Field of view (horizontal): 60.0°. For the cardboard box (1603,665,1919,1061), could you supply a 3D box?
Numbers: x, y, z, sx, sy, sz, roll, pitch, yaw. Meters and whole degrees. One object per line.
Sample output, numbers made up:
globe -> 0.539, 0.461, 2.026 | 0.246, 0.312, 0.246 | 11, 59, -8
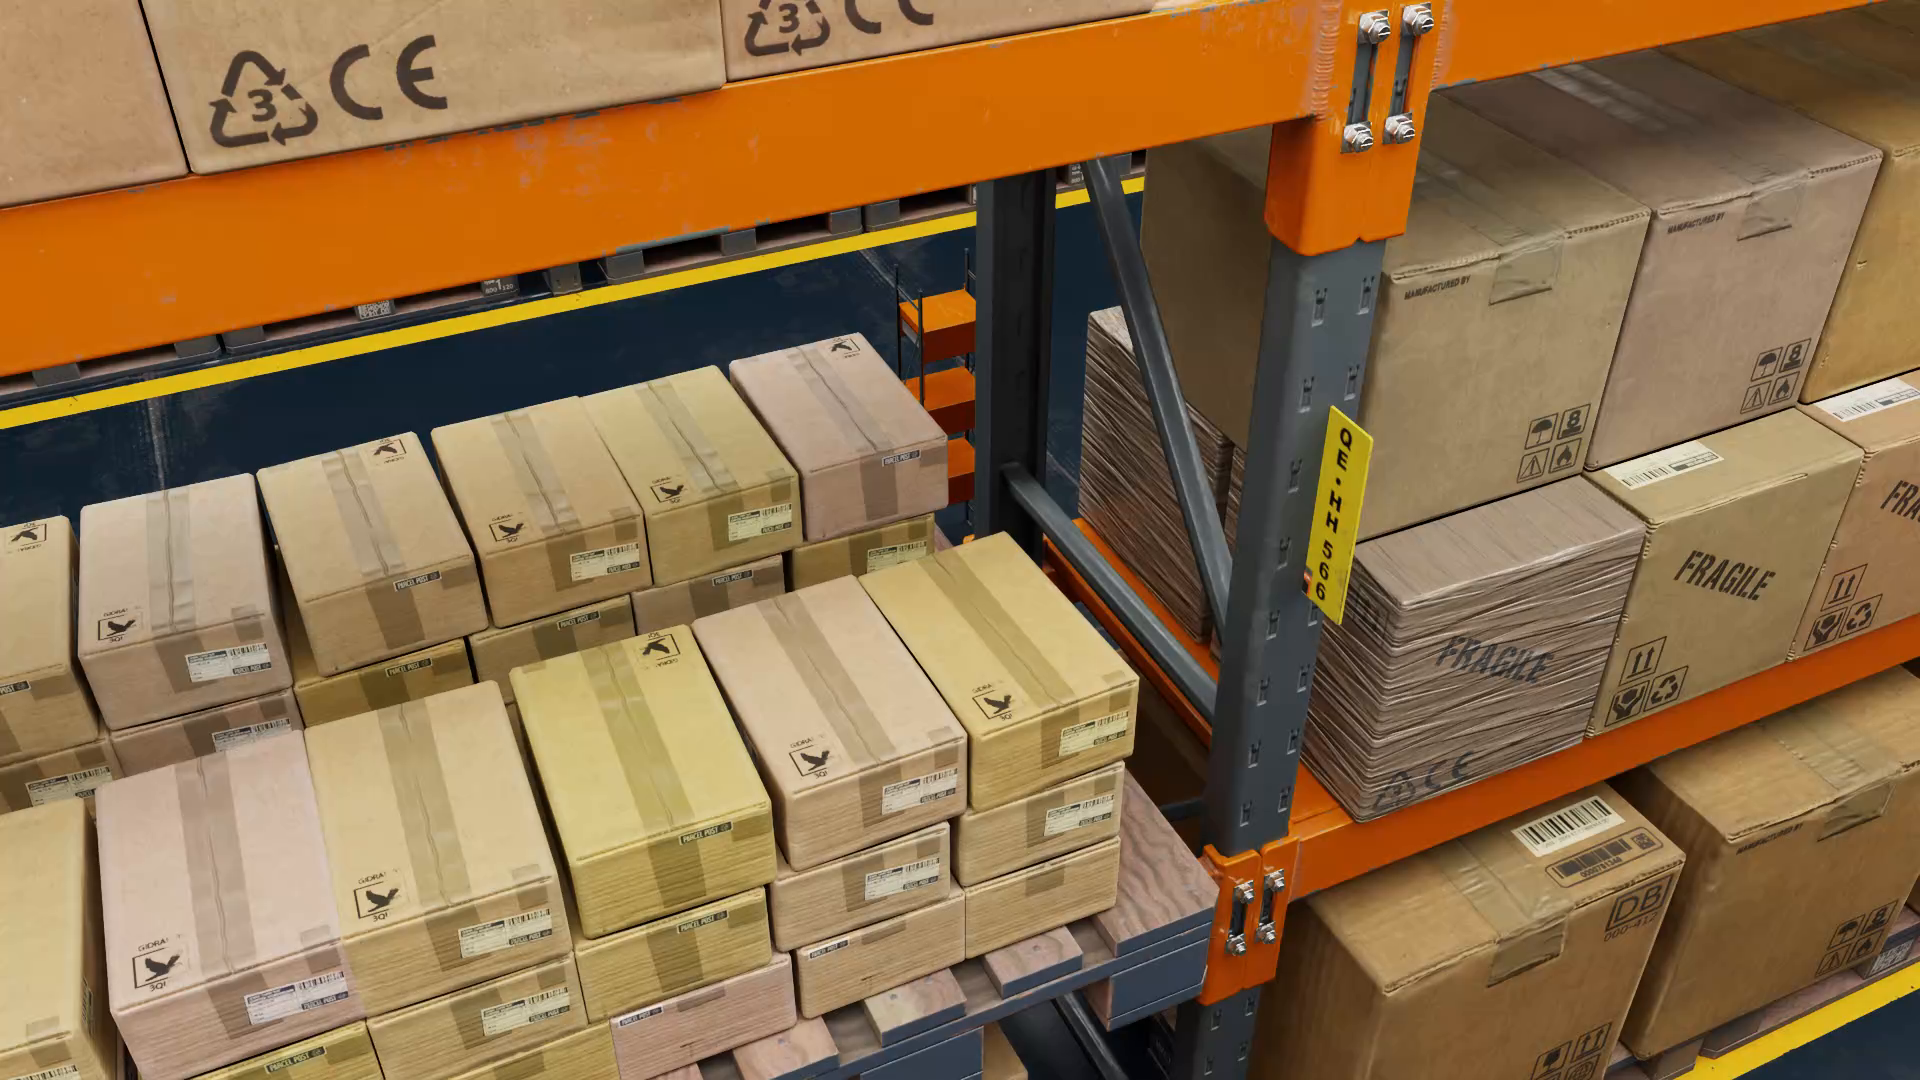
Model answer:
cardboard box -> 1.674, 0.517, 4.070 | 0.750, 0.750, 1.050 | -15, 39, -19

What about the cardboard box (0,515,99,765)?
cardboard box -> -1.395, 0.151, 2.388 | 0.250, 0.149, 0.380 | -14, 39, -19

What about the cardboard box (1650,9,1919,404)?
cardboard box -> 1.626, -0.699, 3.251 | 0.500, 0.500, 0.700 | -16, 40, -21

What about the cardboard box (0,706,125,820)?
cardboard box -> -1.394, 0.265, 2.484 | 0.250, 0.149, 0.380 | -16, 39, -20

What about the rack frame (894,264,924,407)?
rack frame -> -0.159, -0.377, 5.377 | 0.008, 1.050, 0.200 | -16, 39, -20

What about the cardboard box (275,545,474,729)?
cardboard box -> -0.942, 0.141, 2.650 | 0.250, 0.149, 0.380 | -15, 39, -20

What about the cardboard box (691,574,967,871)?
cardboard box -> -0.183, 0.238, 2.270 | 0.250, 0.149, 0.380 | -16, 39, -20

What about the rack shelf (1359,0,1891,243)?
rack shelf -> 2.105, -1.311, 3.085 | 4.000, 0.370, 1.077 | -16, 39, -20

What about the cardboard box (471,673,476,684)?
cardboard box -> -0.927, 0.253, 2.749 | 0.250, 0.149, 0.380 | -14, 39, -18

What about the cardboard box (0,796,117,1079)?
cardboard box -> -1.126, 0.502, 1.914 | 0.250, 0.149, 0.380 | -14, 39, -18

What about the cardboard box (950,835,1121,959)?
cardboard box -> 0.043, 0.416, 2.529 | 0.250, 0.149, 0.380 | -15, 39, -19

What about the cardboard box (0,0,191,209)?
cardboard box -> -1.016, -0.594, 1.431 | 0.500, 0.500, 0.500 | -16, 39, -20

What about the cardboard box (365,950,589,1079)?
cardboard box -> -0.664, 0.494, 2.175 | 0.250, 0.149, 0.380 | -16, 39, -20

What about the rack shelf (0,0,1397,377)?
rack shelf -> -1.516, -0.298, 1.720 | 4.000, 0.370, 1.077 | -16, 39, -20

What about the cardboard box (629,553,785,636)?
cardboard box -> -0.473, 0.008, 2.830 | 0.250, 0.149, 0.380 | -14, 39, -18

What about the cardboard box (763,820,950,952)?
cardboard box -> -0.200, 0.363, 2.351 | 0.250, 0.149, 0.380 | -14, 39, -18

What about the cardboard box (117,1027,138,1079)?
cardboard box -> -1.126, 0.622, 2.002 | 0.250, 0.149, 0.380 | -15, 39, -19

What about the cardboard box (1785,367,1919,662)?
cardboard box -> 1.731, -0.155, 3.357 | 0.500, 0.500, 0.500 | -16, 39, -20

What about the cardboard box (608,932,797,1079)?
cardboard box -> -0.415, 0.543, 2.358 | 0.250, 0.149, 0.380 | -15, 39, -19

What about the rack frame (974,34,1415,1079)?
rack frame -> 0.294, 0.111, 3.082 | 0.127, 3.000, 1.000 | -16, 39, -20

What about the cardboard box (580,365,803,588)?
cardboard box -> -0.449, -0.114, 2.744 | 0.250, 0.149, 0.380 | -17, 40, -21

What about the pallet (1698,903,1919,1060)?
pallet -> 2.143, 0.766, 4.540 | 1.213, 0.211, 1.003 | -16, 39, -20

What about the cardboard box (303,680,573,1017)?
cardboard box -> -0.660, 0.374, 2.087 | 0.250, 0.149, 0.380 | -14, 39, -19

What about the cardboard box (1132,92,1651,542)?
cardboard box -> 0.705, -0.439, 2.900 | 0.500, 0.500, 0.700 | -16, 39, -20

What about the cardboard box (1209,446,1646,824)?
cardboard box -> 0.815, 0.103, 3.009 | 0.500, 0.500, 0.500 | -15, 39, -19

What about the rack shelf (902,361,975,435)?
rack shelf -> -0.048, -0.400, 5.425 | 0.240, 0.259, 0.215 | -16, 39, -20

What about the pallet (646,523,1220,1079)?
pallet -> -0.306, 0.426, 2.819 | 1.003, 0.211, 1.213 | -16, 39, -20

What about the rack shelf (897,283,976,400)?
rack shelf -> -0.048, -0.628, 5.256 | 0.240, 0.259, 0.215 | -16, 39, -20

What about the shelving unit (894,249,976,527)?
shelving unit -> -0.048, -0.408, 5.419 | 0.252, 1.050, 0.215 | -16, 39, -20

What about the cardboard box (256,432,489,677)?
cardboard box -> -0.912, 0.013, 2.574 | 0.250, 0.149, 0.380 | -17, 40, -22

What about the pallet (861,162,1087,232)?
pallet -> -0.090, -1.916, 8.156 | 1.213, 0.211, 1.003 | -16, 39, -20

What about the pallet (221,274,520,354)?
pallet -> -2.646, -1.254, 7.263 | 1.213, 0.211, 1.003 | -16, 39, -20

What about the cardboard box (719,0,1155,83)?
cardboard box -> -0.115, -0.852, 1.779 | 0.500, 0.500, 0.500 | -16, 39, -20

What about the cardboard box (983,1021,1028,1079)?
cardboard box -> -0.213, 0.960, 3.054 | 0.500, 0.250, 0.500 | -17, 40, -21
